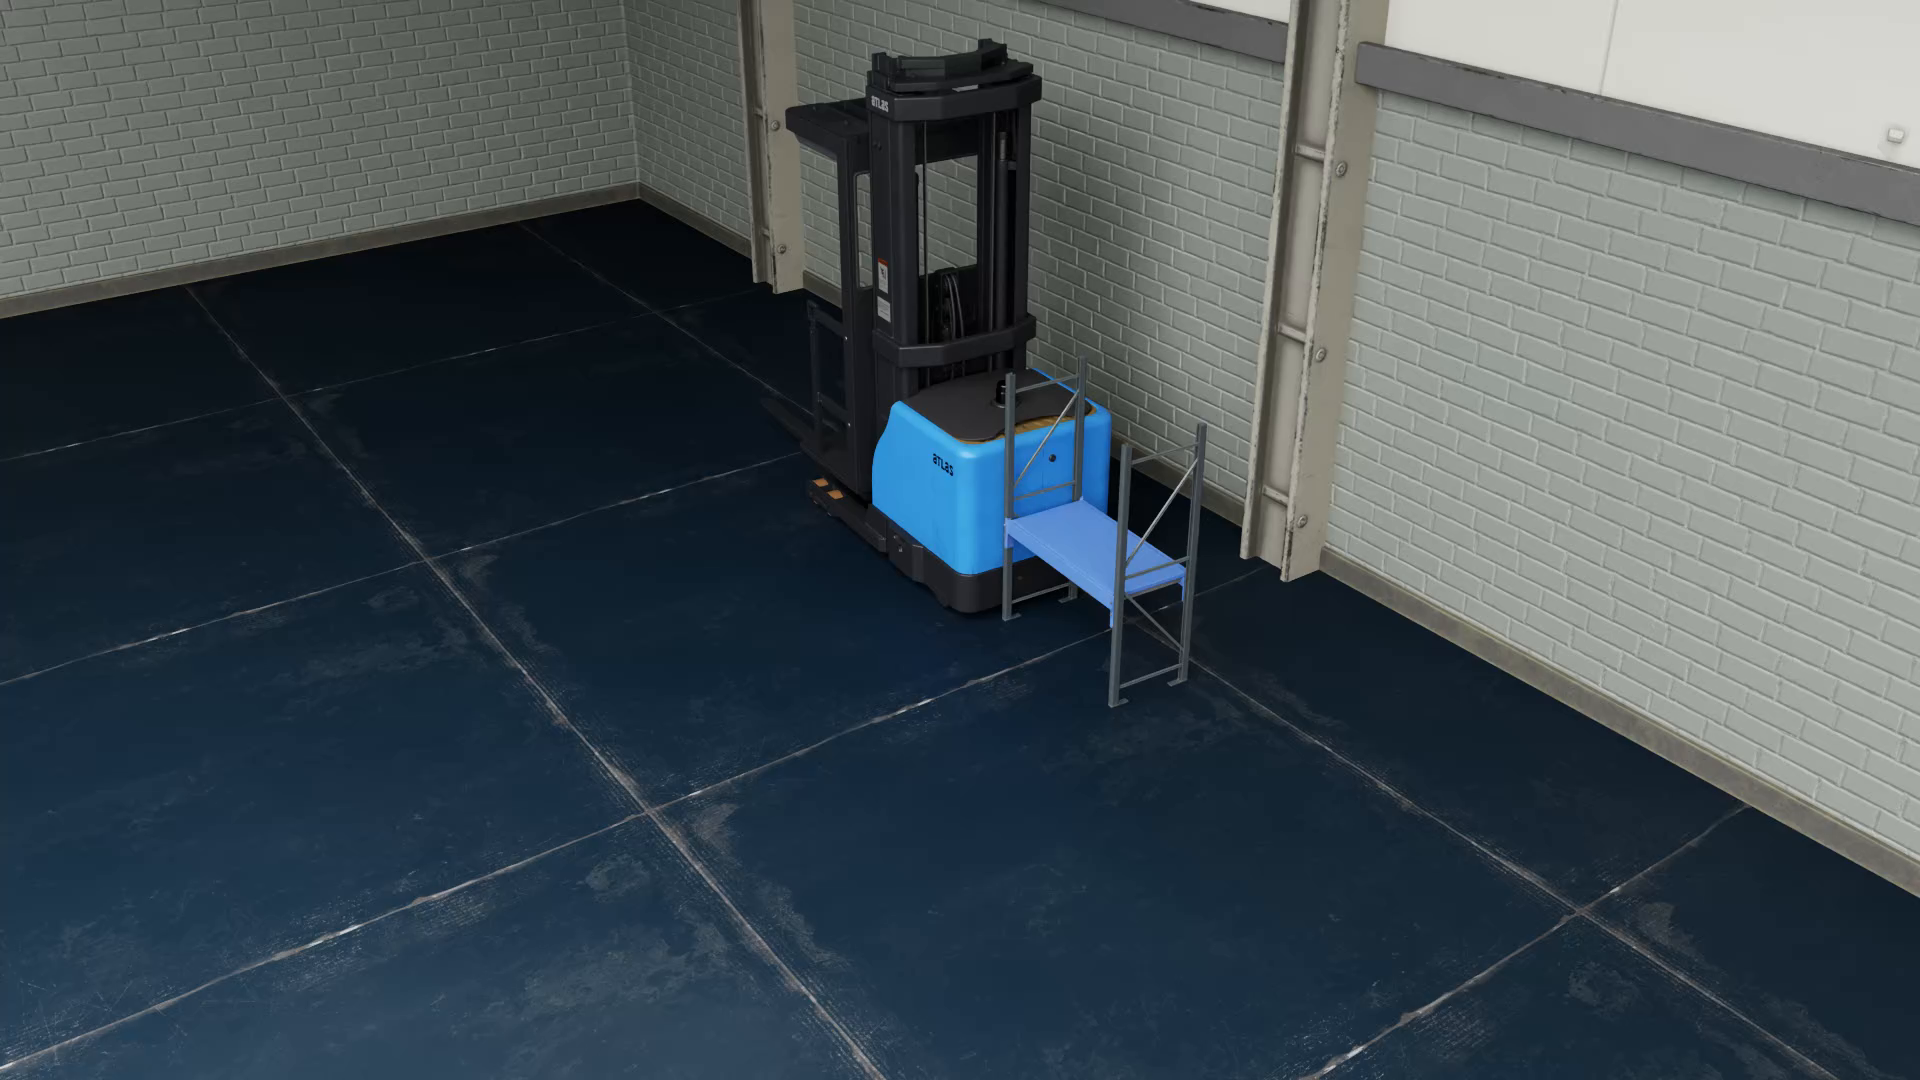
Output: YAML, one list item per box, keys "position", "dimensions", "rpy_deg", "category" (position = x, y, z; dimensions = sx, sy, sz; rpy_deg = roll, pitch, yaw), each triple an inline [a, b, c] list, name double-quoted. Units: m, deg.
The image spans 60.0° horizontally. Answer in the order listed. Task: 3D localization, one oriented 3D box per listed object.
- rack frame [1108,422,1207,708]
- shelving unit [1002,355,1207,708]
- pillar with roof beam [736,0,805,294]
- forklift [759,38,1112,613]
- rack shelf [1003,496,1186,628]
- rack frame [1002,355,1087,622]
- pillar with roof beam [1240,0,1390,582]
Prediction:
- position: [0.992, 0.147, 8.408]
  dimensions: [0.500, 1.500, 0.032]
  rpy_deg: [-16, 33, -27]
  category: "rack frame"
- position: [0.726, -0.060, 8.789]
  dimensions: [0.538, 1.500, 1.048]
  rpy_deg: [-16, 33, -27]
  category: "shelving unit"
- position: [-5.057, -4.965, 9.963]
  dimensions: [9.100, 9.000, 0.400]
  rpy_deg: [-19, 34, -31]
  category: "pillar with roof beam"
- position: [-0.327, -1.542, 10.019]
  dimensions: [1.130, 2.935, 3.031]
  rpy_deg: [-16, 33, -27]
  category: "forklift"
- position: [0.726, 0.098, 8.875]
  dimensions: [0.538, 0.185, 1.000]
  rpy_deg: [-16, 33, -27]
  category: "rack shelf"
- position: [0.460, -0.267, 9.169]
  dimensions: [0.500, 1.500, 0.032]
  rpy_deg: [-16, 33, -27]
  category: "rack frame"
- position: [-1.577, -2.632, 5.668]
  dimensions: [9.100, 9.000, 0.400]
  rpy_deg: [-19, 34, -31]
  category: "pillar with roof beam"
